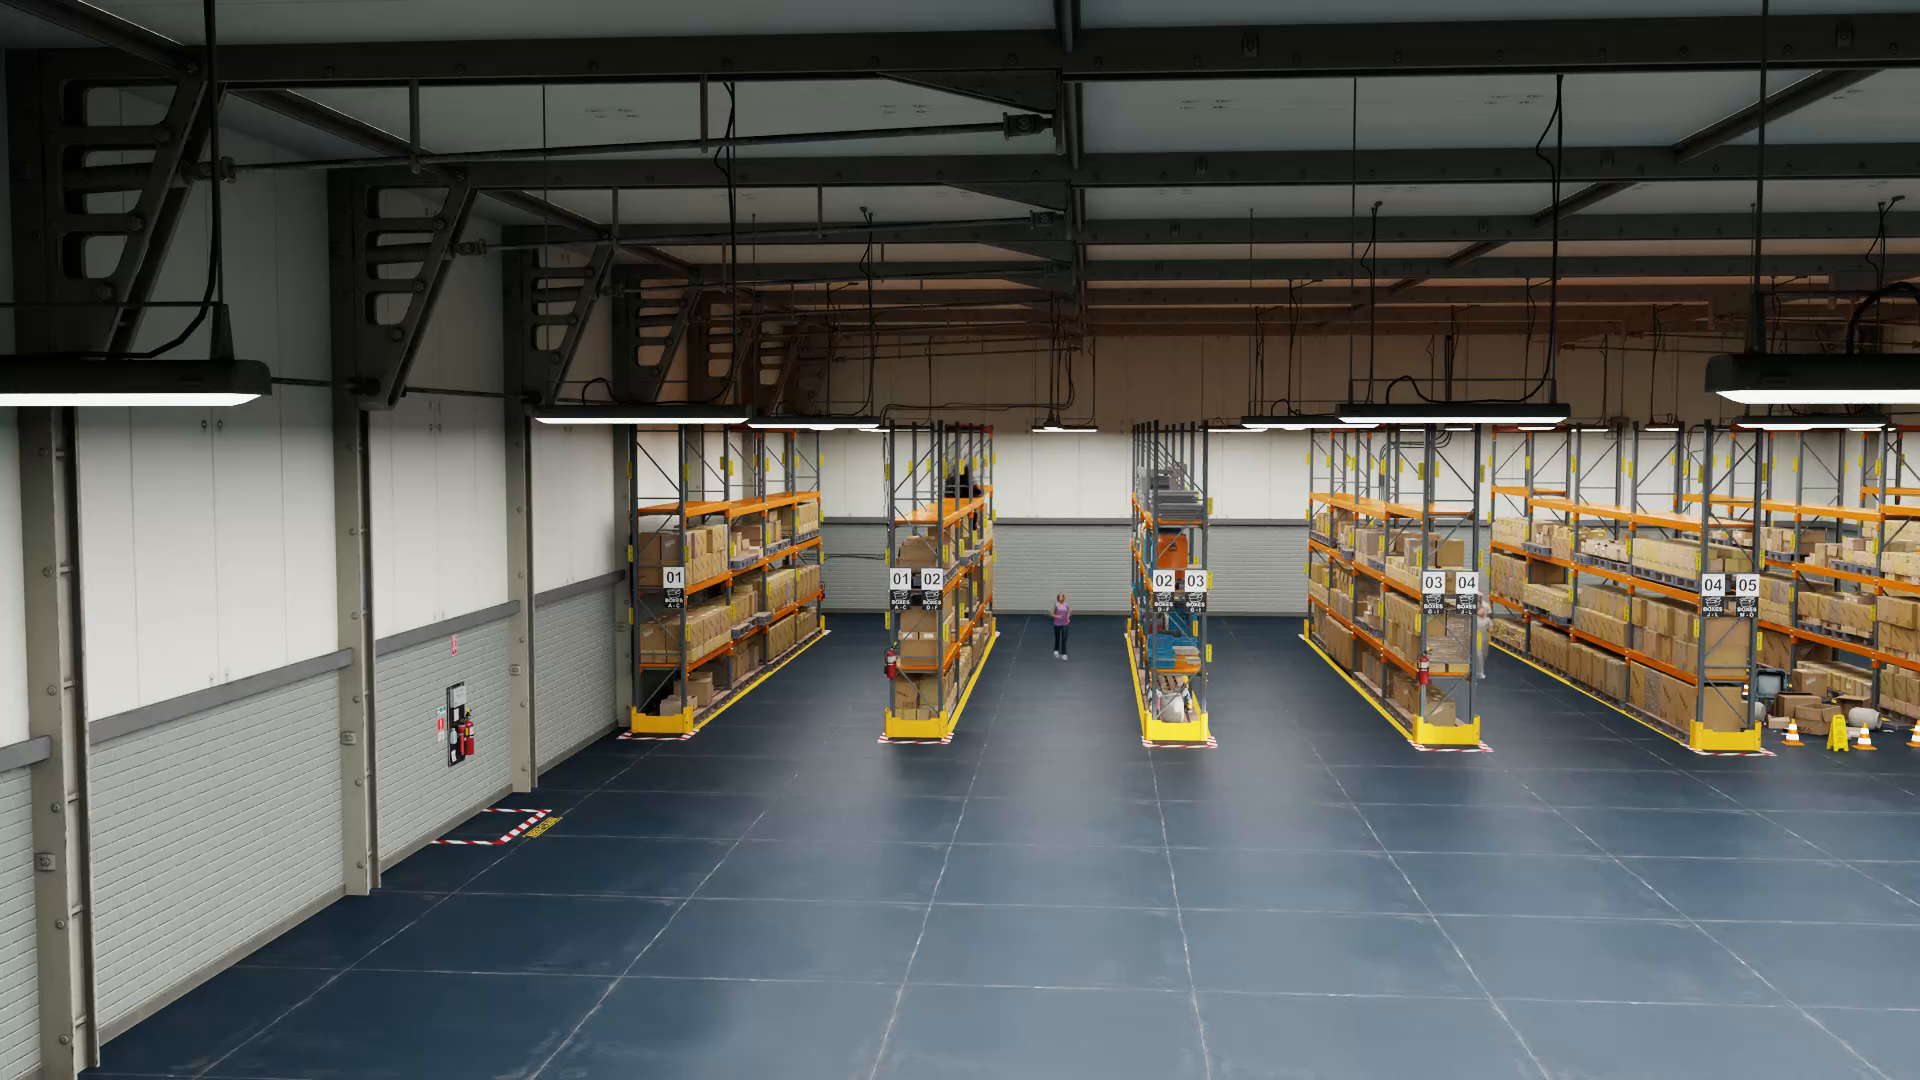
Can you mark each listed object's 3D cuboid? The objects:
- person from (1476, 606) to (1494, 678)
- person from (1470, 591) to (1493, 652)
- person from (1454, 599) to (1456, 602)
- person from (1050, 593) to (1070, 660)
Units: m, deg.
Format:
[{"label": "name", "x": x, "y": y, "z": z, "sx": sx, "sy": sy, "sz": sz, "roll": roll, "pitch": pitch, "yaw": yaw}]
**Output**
[{"label": "person", "x": 12.291, "y": 2.380, "z": 39.209, "sx": 0.563, "sy": 1.658, "sz": 0.966, "roll": 0, "pitch": 4, "yaw": 1}, {"label": "person", "x": 13.223, "y": 2.171, "z": 42.371, "sx": 0.706, "sy": 1.729, "sz": 0.574, "roll": 0, "pitch": 4, "yaw": 4}, {"label": "person", "x": 13.463, "y": 1.960, "z": 46.454, "sx": 0.740, "sy": 1.757, "sz": 0.681, "roll": 3, "pitch": 5, "yaw": 40}, {"label": "person", "x": 2.447, "y": 2.069, "z": 40.168, "sx": 0.541, "sy": 1.581, "sz": 0.794, "roll": -1, "pitch": 4, "yaw": -11}]
